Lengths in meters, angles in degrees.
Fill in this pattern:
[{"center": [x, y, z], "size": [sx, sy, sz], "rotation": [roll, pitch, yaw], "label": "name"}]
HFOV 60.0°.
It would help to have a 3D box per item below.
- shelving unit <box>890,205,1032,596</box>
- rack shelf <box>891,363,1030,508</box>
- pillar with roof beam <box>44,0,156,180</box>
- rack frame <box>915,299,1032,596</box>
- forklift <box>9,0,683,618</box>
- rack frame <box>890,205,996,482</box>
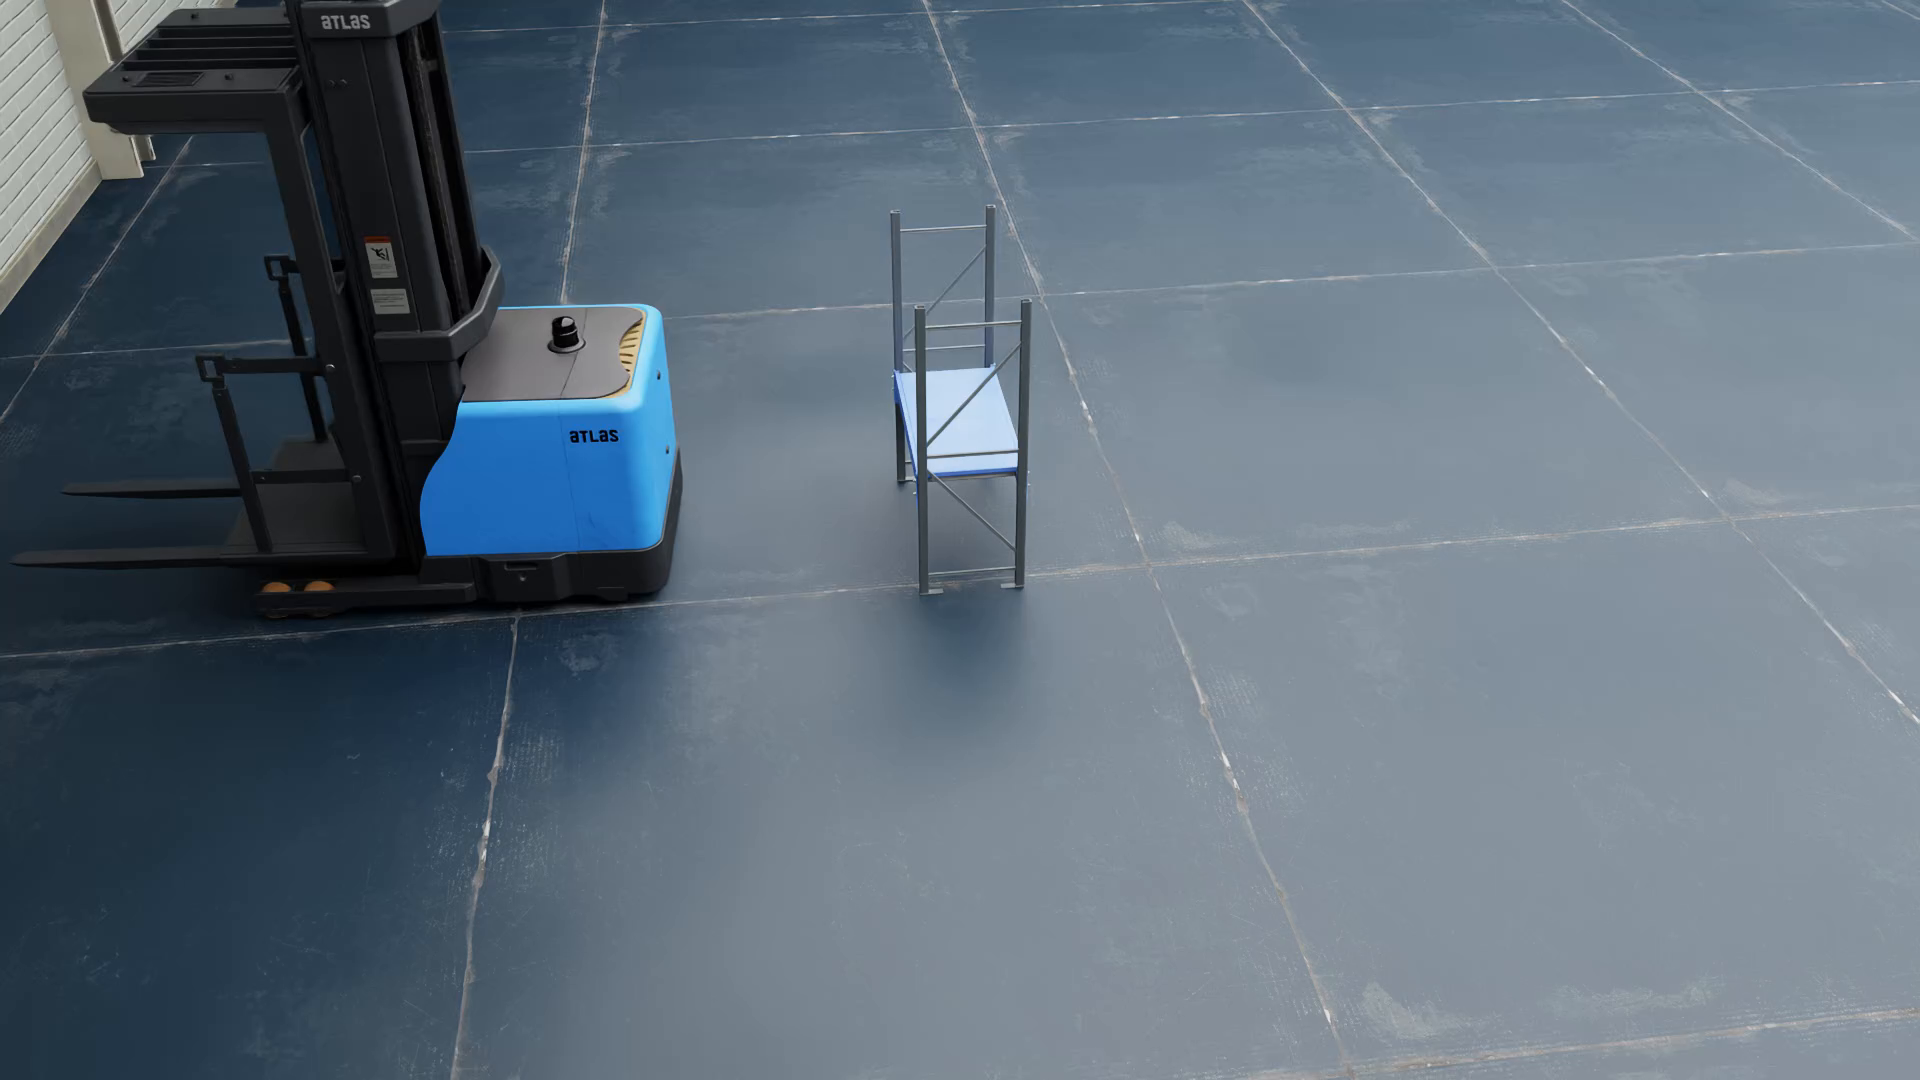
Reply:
[{"center": [-0.011, -0.667, 7.897], "size": [0.538, 1.500, 1.048], "rotation": [-4, 35, -6], "label": "shelving unit"}, {"center": [-0.011, -0.519, 7.999], "size": [0.538, 0.185, 1.000], "rotation": [-4, 35, -6], "label": "rack shelf"}, {"center": [-1.882, -6.788, 10.219], "size": [9.100, 9.000, 0.400], "rotation": [-4, 35, -6], "label": "pillar with roof beam"}, {"center": [0.057, -0.384, 7.481], "size": [0.500, 1.500, 0.032], "rotation": [-4, 35, -6], "label": "rack frame"}, {"center": [-2.912, -1.155, 7.342], "size": [3.031, 2.935, 1.130], "rotation": [-2, 34, -3], "label": "forklift"}, {"center": [-0.080, -0.951, 8.314], "size": [0.500, 1.500, 0.032], "rotation": [-4, 35, -6], "label": "rack frame"}]
